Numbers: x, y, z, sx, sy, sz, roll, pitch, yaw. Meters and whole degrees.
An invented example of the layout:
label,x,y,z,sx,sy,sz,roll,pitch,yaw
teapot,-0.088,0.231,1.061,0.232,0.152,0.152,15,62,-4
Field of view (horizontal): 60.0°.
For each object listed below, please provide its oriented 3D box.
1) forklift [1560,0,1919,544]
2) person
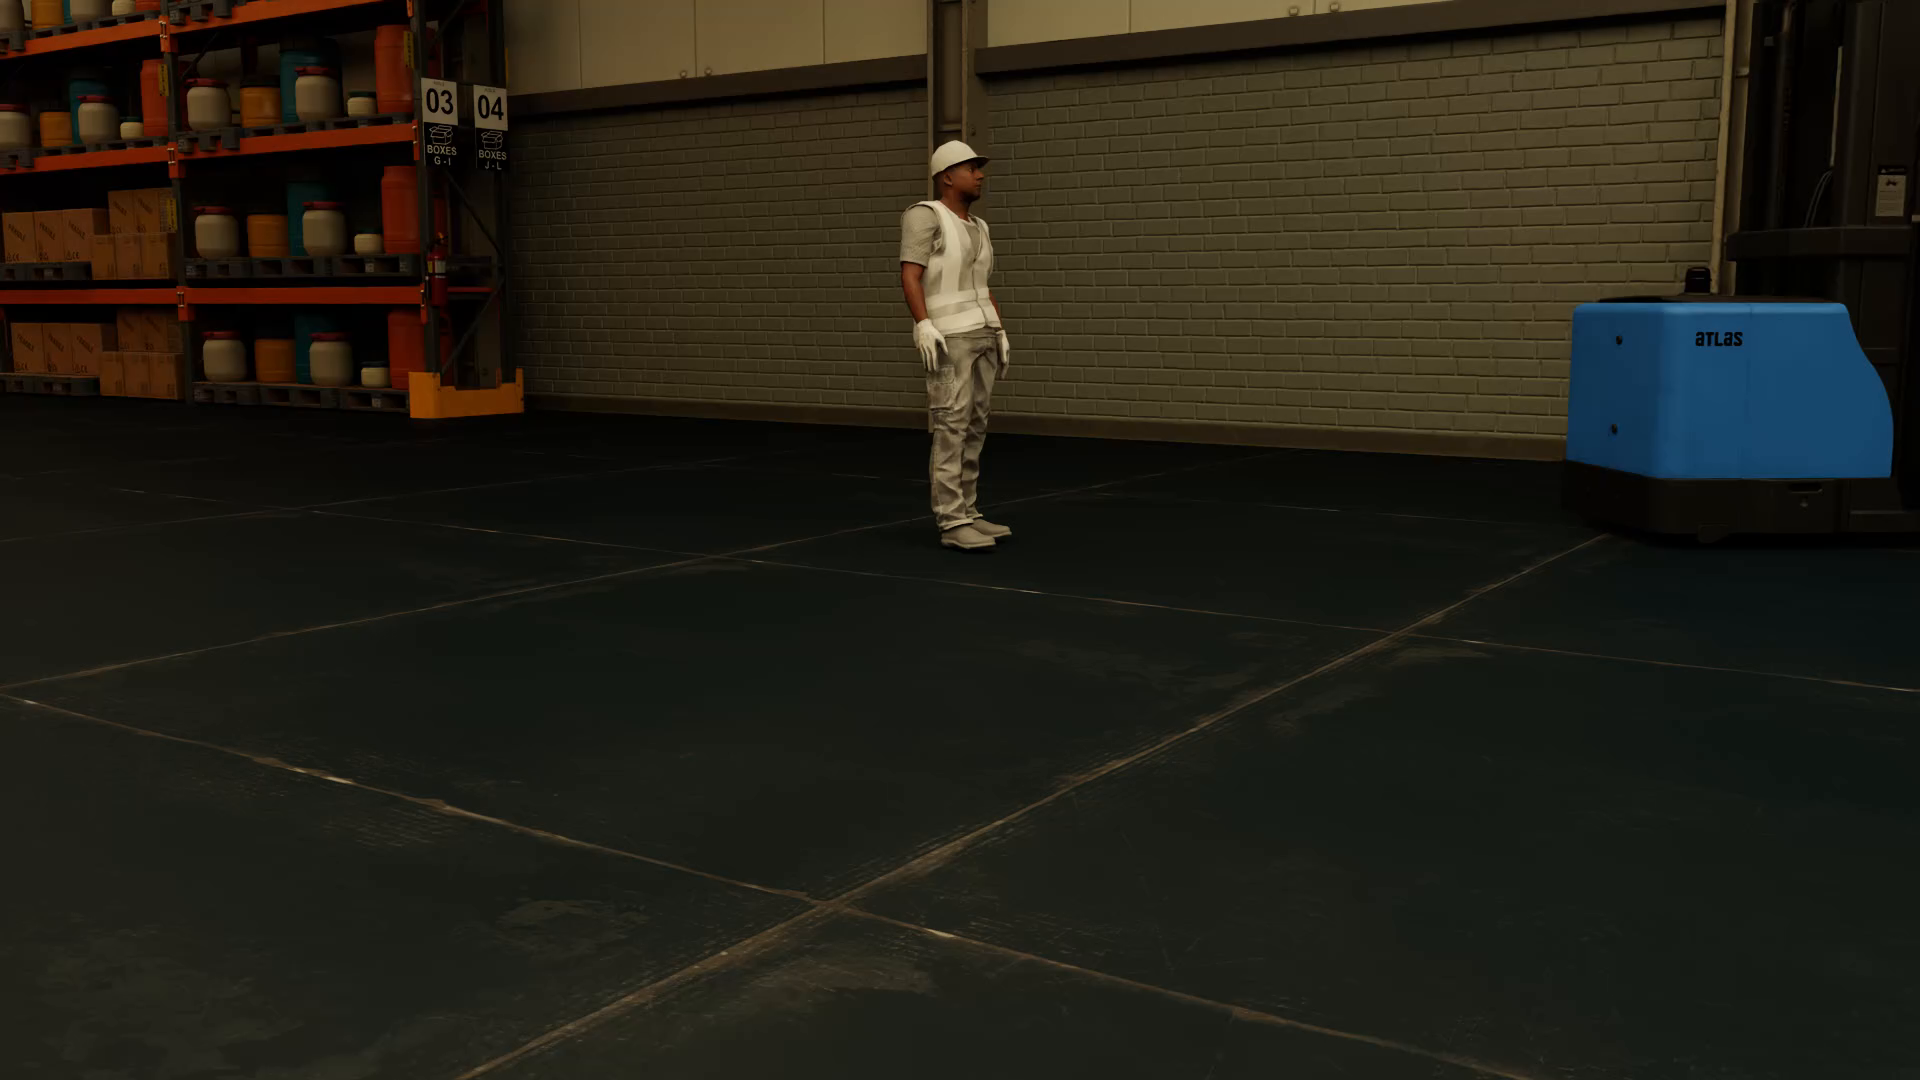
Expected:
label,x,y,z,sx,sy,sz,roll,pitch,yaw
forklift,4.510,-1.496,7.711,3.031,2.935,1.130,-1,8,-5
person,0.054,-0.883,7.430,0.577,1.782,0.656,5,10,34
